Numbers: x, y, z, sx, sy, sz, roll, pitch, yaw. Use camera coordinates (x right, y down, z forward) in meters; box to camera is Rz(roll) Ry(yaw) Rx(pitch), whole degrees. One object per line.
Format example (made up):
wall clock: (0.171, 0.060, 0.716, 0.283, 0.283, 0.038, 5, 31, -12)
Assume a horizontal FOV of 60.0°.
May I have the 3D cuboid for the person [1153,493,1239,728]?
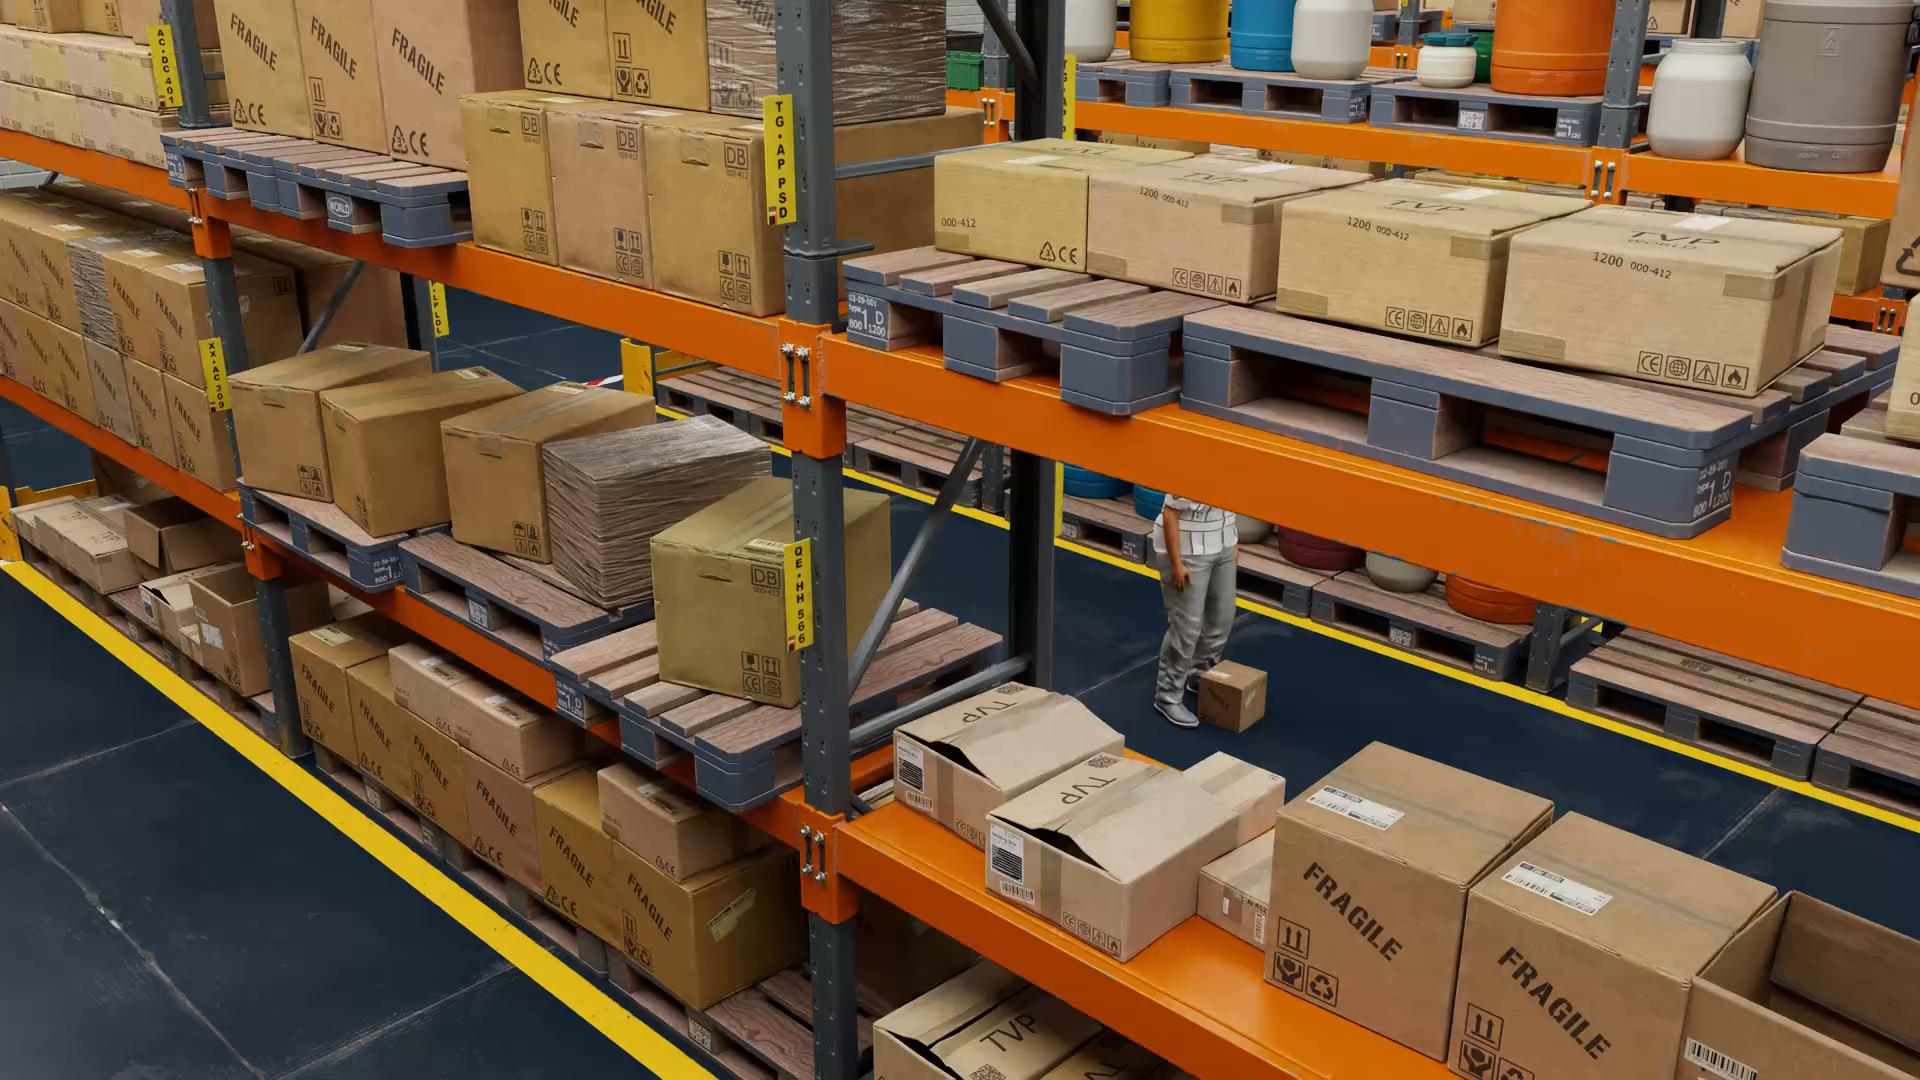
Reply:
person: (1.225, 0.079, 8.362, 0.468, 1.666, 0.537, 19, 28, 41)
